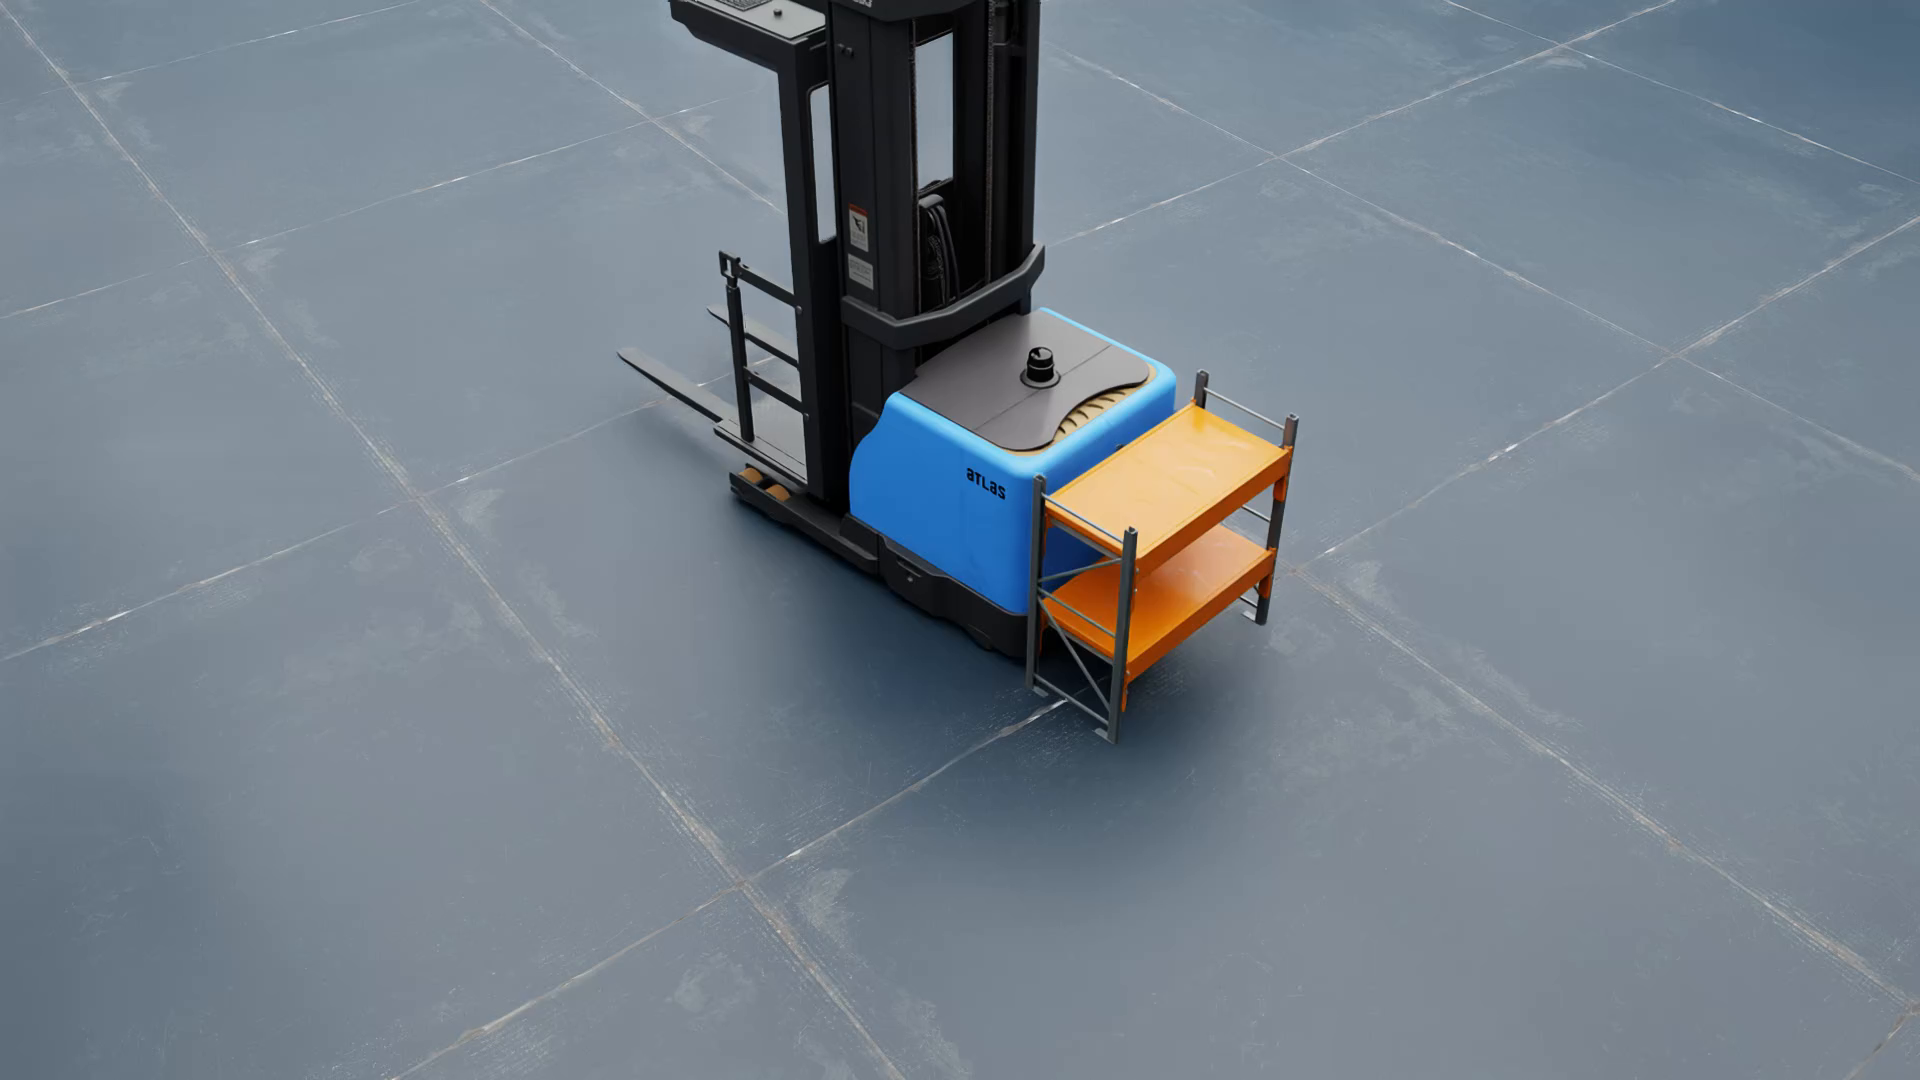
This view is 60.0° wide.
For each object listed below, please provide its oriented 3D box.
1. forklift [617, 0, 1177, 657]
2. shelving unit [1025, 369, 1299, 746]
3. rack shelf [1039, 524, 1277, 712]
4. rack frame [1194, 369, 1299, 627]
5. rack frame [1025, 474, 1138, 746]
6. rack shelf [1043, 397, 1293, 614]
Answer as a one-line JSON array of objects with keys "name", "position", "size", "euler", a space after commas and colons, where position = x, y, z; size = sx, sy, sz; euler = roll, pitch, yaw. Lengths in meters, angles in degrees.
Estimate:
[{"name": "forklift", "position": [-0.475, -1.446, 7.335], "size": [3.031, 2.935, 1.130], "euler": [31, 48, 32]}, {"name": "shelving unit", "position": [0.825, 0.064, 6.917], "size": [0.538, 1.125, 1.048], "euler": [32, 49, 33]}, {"name": "rack shelf", "position": [0.825, 0.253, 7.073], "size": [0.538, 0.278, 1.000], "euler": [32, 49, 33]}, {"name": "rack frame", "position": [1.180, -0.166, 7.199], "size": [0.500, 1.125, 0.032], "euler": [32, 49, 33]}, {"name": "rack frame", "position": [0.470, 0.295, 6.636], "size": [0.500, 1.125, 0.032], "euler": [32, 49, 33]}, {"name": "rack shelf", "position": [0.826, -0.162, 6.732], "size": [0.538, 0.278, 1.000], "euler": [32, 49, 33]}]
